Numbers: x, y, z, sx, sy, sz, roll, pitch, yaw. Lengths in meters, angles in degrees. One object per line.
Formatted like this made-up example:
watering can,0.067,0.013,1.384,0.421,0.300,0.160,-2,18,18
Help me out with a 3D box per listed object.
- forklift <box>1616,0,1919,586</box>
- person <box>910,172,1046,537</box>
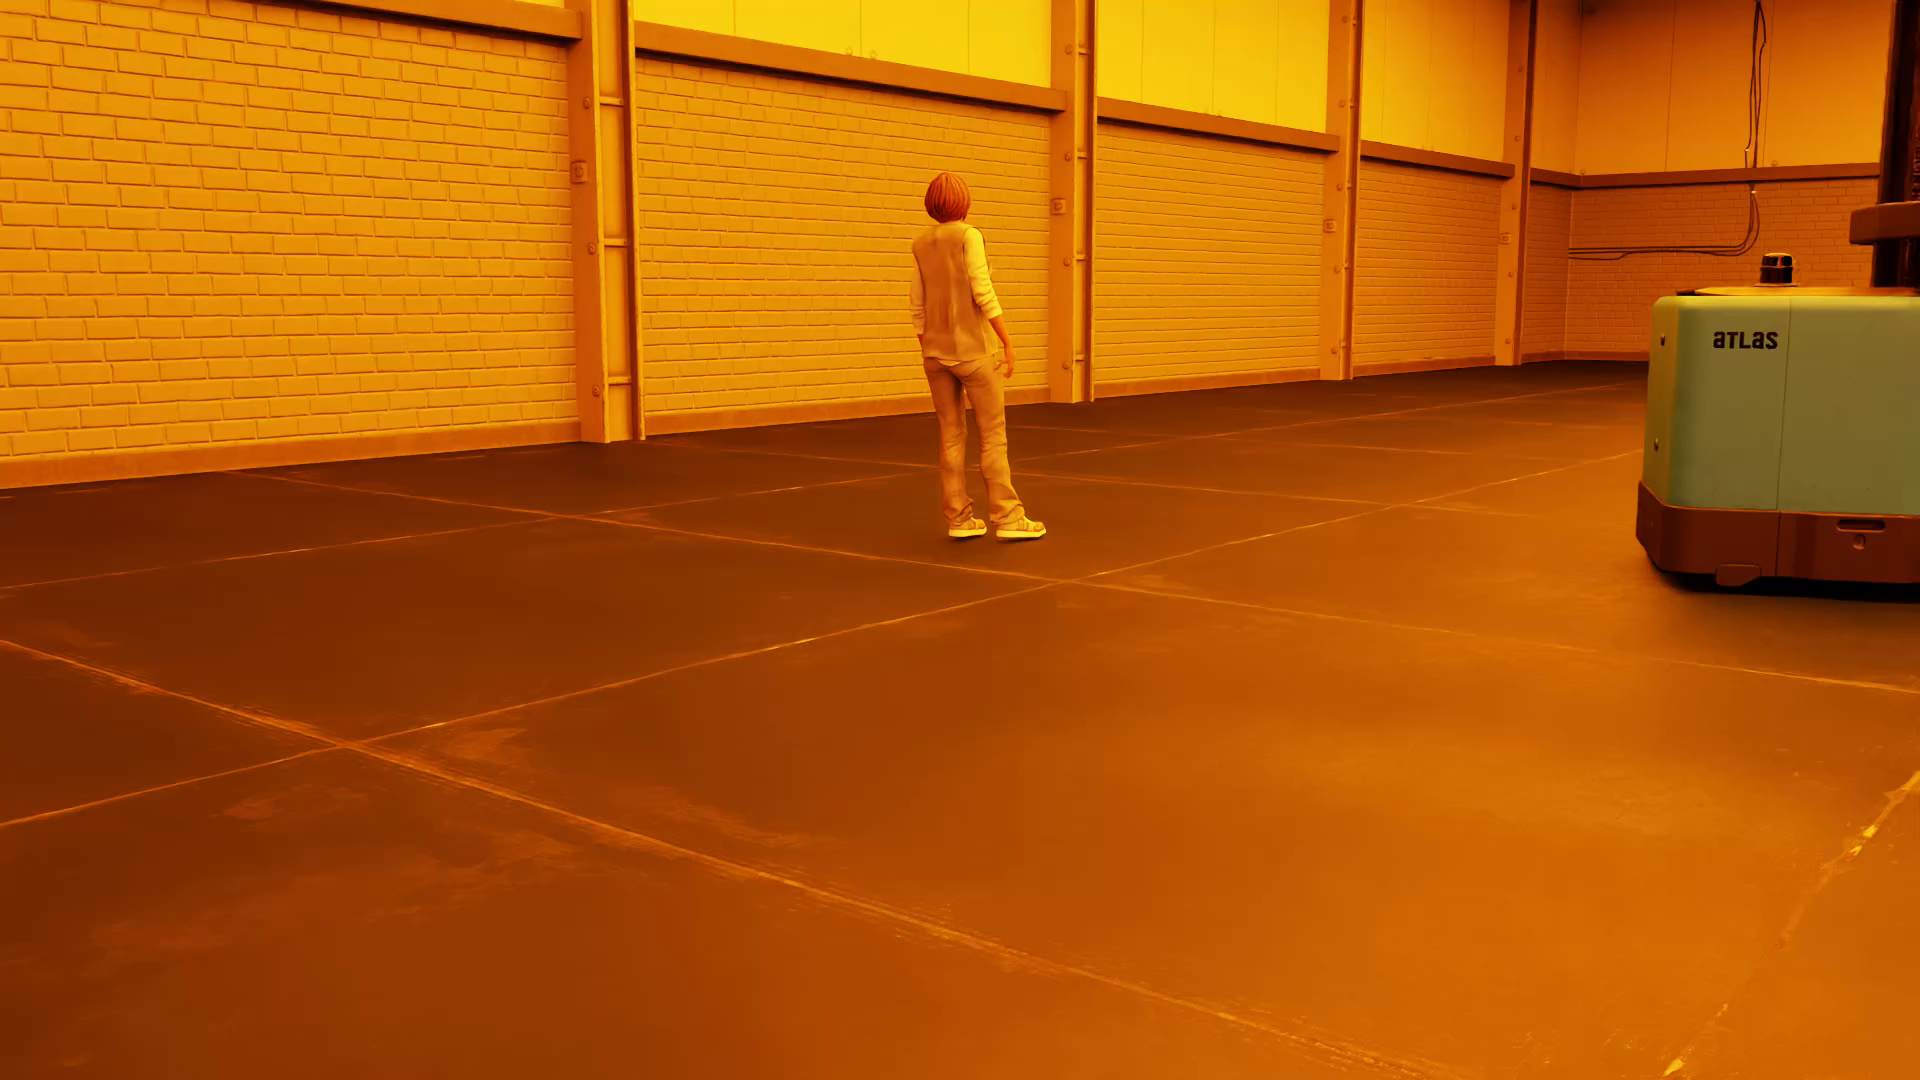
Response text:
forklift,4.104,-1.274,5.990,3.031,2.935,1.130,2,9,16
person,0.057,-0.805,7.336,0.520,1.597,0.475,7,11,38
